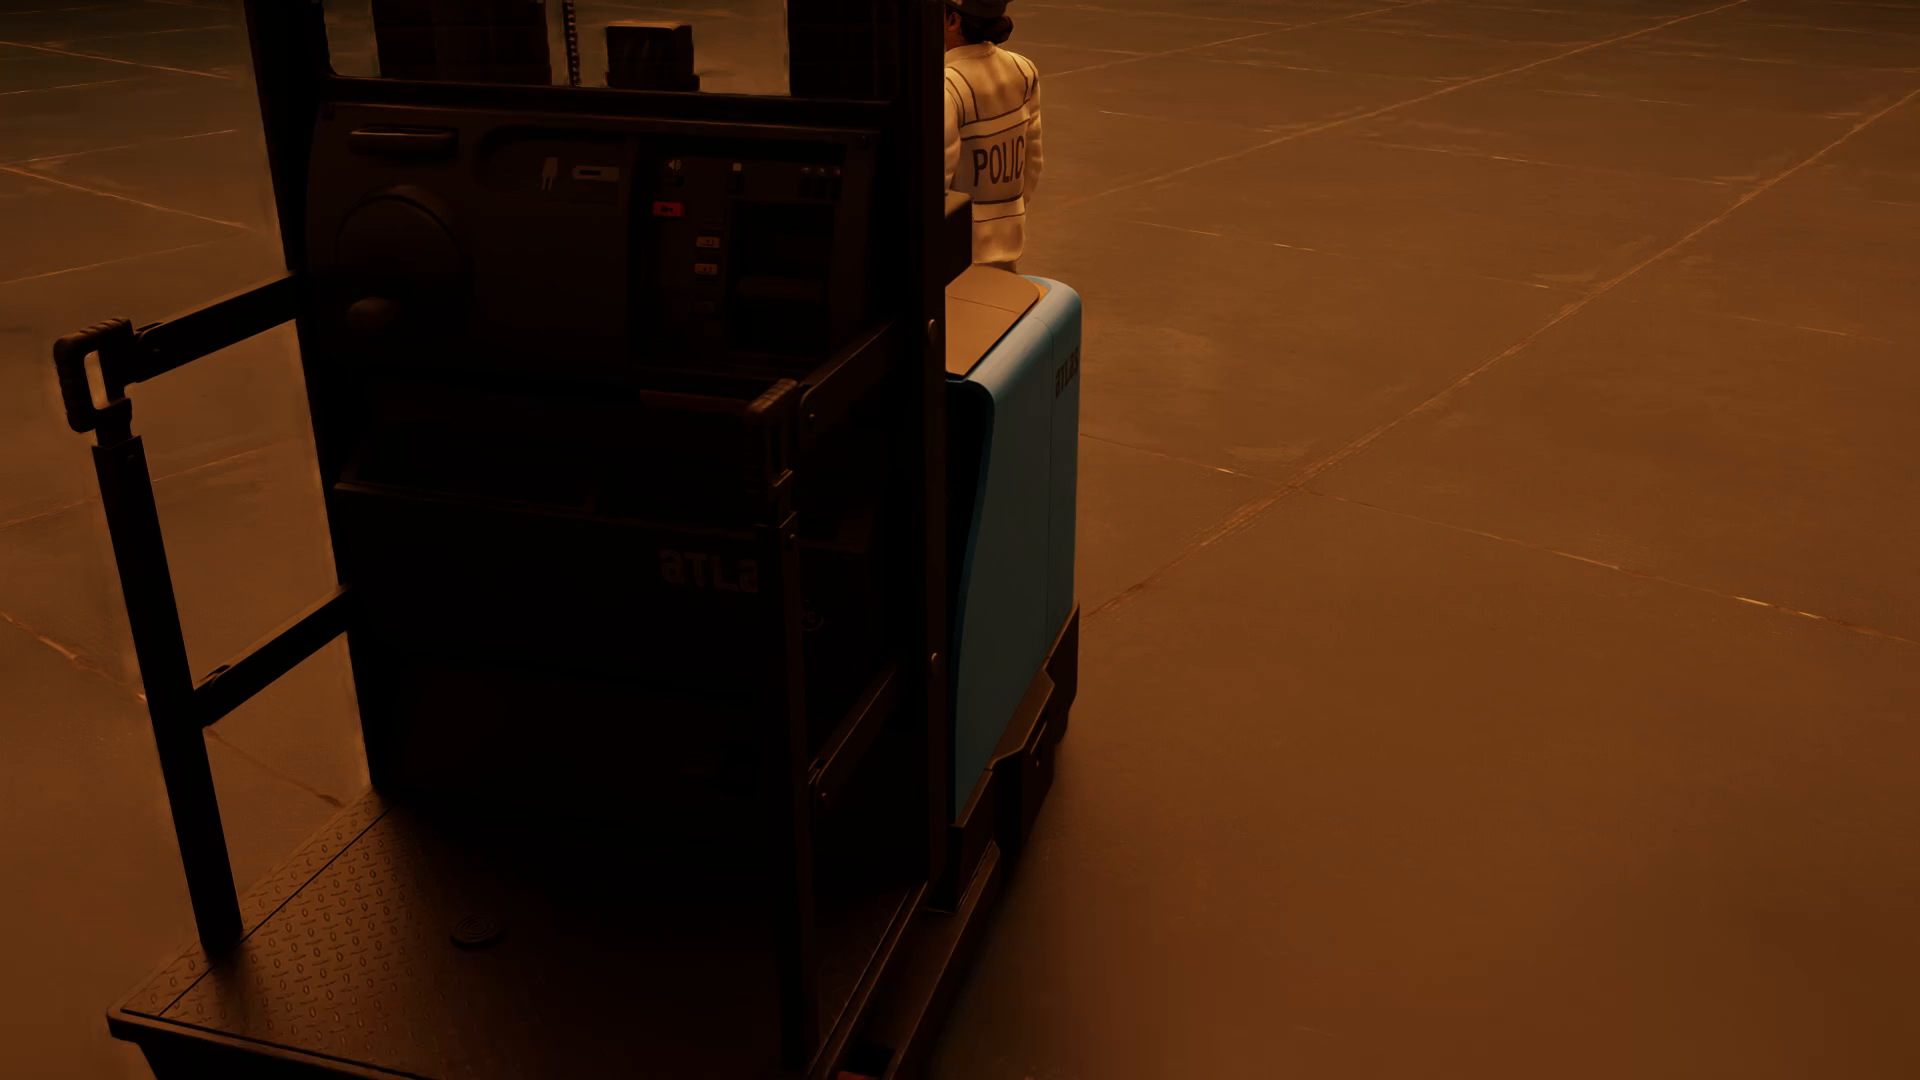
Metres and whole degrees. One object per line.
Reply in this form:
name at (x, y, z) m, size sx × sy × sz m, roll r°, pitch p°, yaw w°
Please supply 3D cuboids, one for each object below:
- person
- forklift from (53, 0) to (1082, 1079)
person at (-0.051, -0.803, 4.717) m, size 0.529 × 1.694 × 0.587 m, roll 17°, pitch 29°, yaw 34°
forklift at (-0.628, -0.427, 2.315) m, size 1.130 × 2.935 × 3.031 m, roll 7°, pitch 24°, yaw 15°
